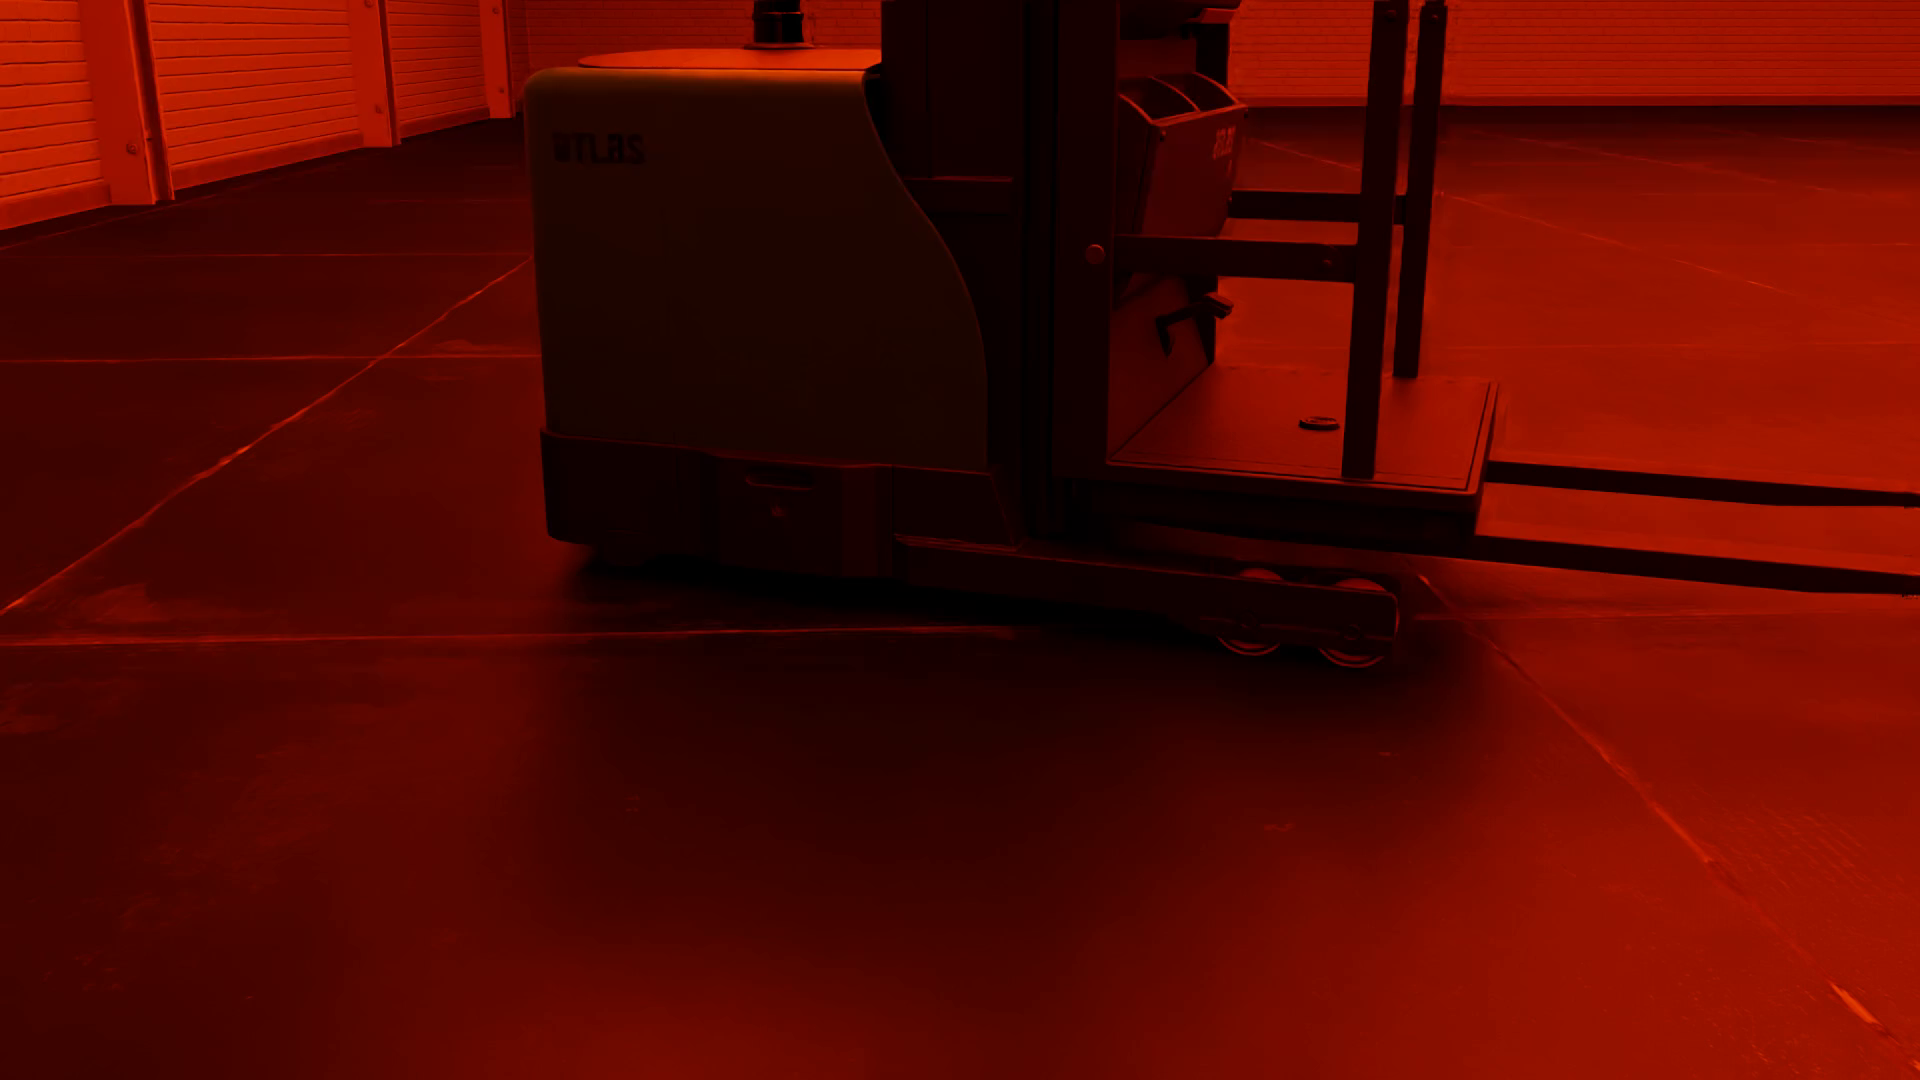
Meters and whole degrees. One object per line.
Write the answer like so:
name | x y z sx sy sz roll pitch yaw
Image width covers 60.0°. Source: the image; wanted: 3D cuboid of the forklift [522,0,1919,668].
forklift | 0.647 -1.335 3.273 3.031 2.935 1.130 6 18 18

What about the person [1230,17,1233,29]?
person | 0.649 -1.616 6.248 0.747 1.731 0.582 -3 17 -11
